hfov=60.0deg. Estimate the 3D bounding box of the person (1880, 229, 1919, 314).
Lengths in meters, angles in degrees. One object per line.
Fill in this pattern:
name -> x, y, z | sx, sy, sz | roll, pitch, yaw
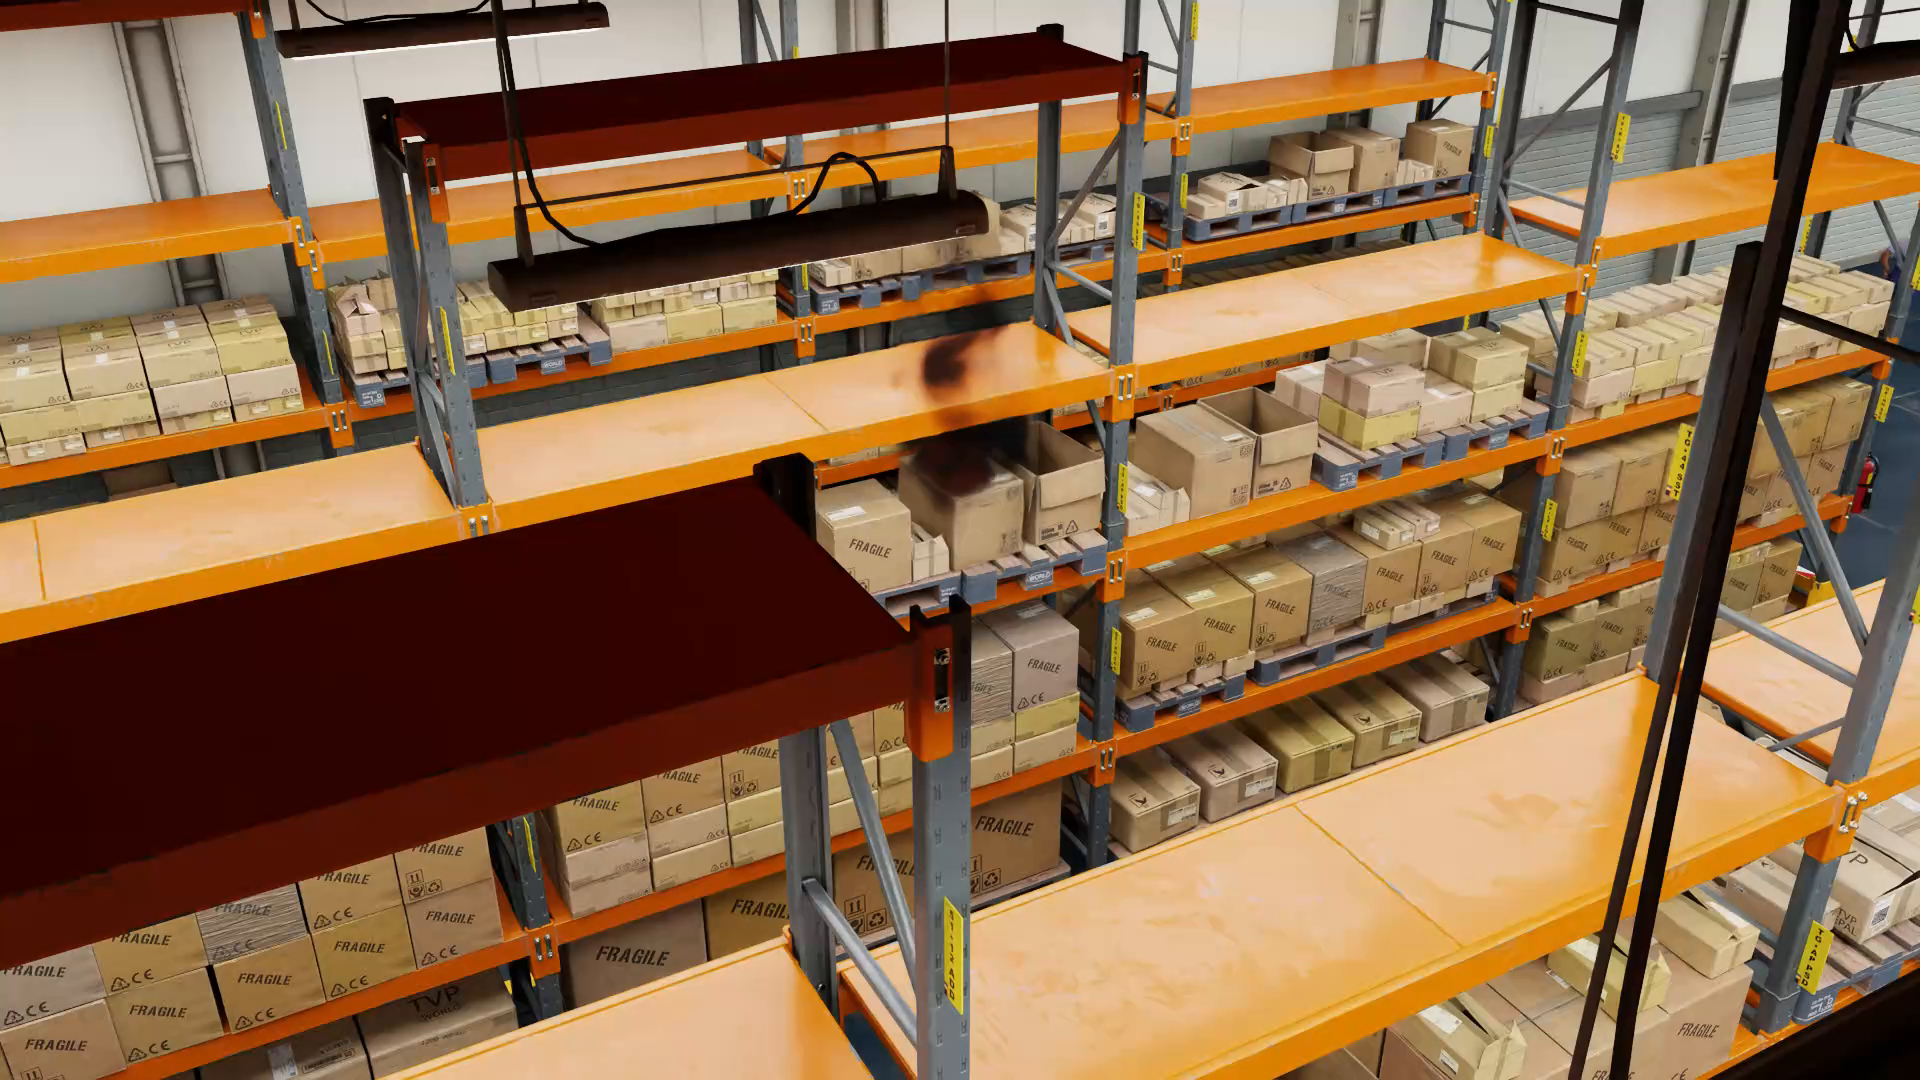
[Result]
person -> 12.272, -3.351, 21.577 | 0.652, 1.620, 0.582 | -19, 33, -31
